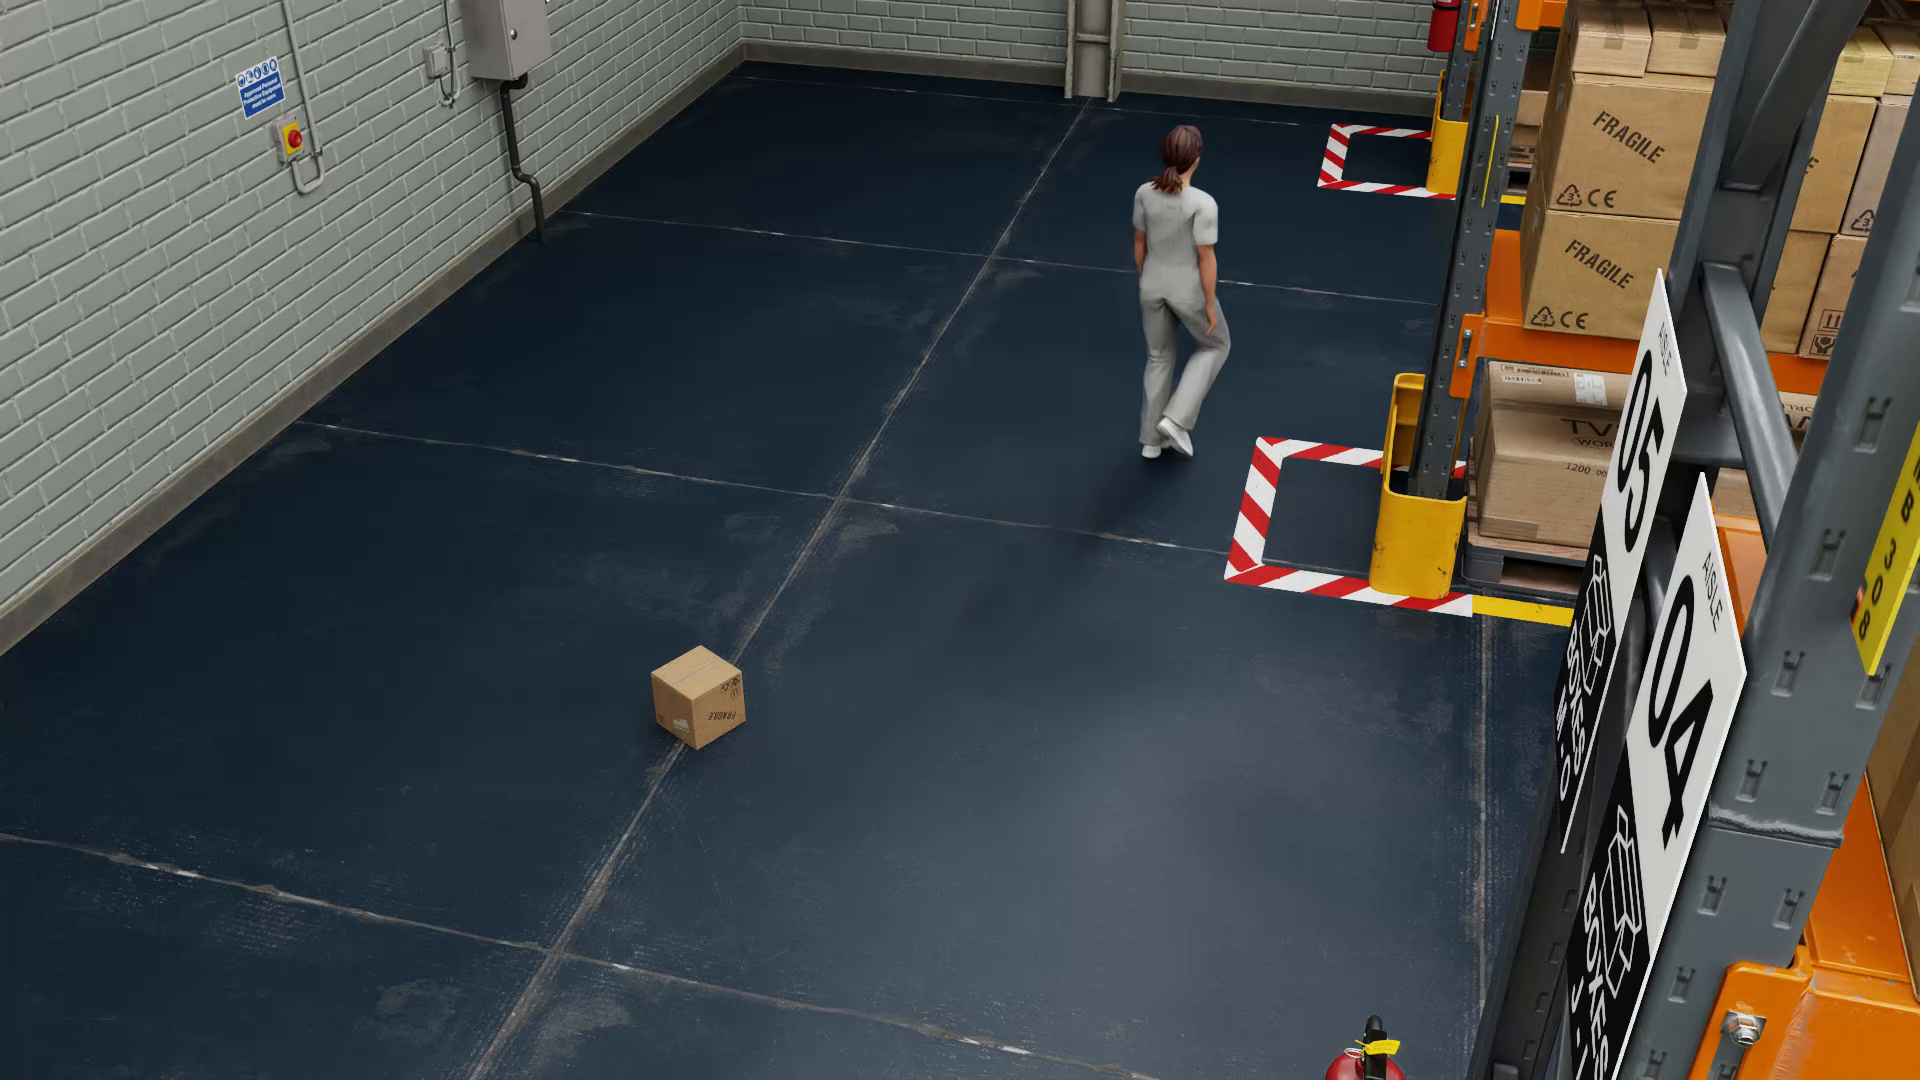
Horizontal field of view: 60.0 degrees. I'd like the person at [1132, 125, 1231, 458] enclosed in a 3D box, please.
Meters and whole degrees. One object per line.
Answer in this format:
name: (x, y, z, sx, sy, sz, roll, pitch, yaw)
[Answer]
person: (1.040, -1.168, 7.905, 0.472, 1.678, 0.459, 20, 38, 28)
